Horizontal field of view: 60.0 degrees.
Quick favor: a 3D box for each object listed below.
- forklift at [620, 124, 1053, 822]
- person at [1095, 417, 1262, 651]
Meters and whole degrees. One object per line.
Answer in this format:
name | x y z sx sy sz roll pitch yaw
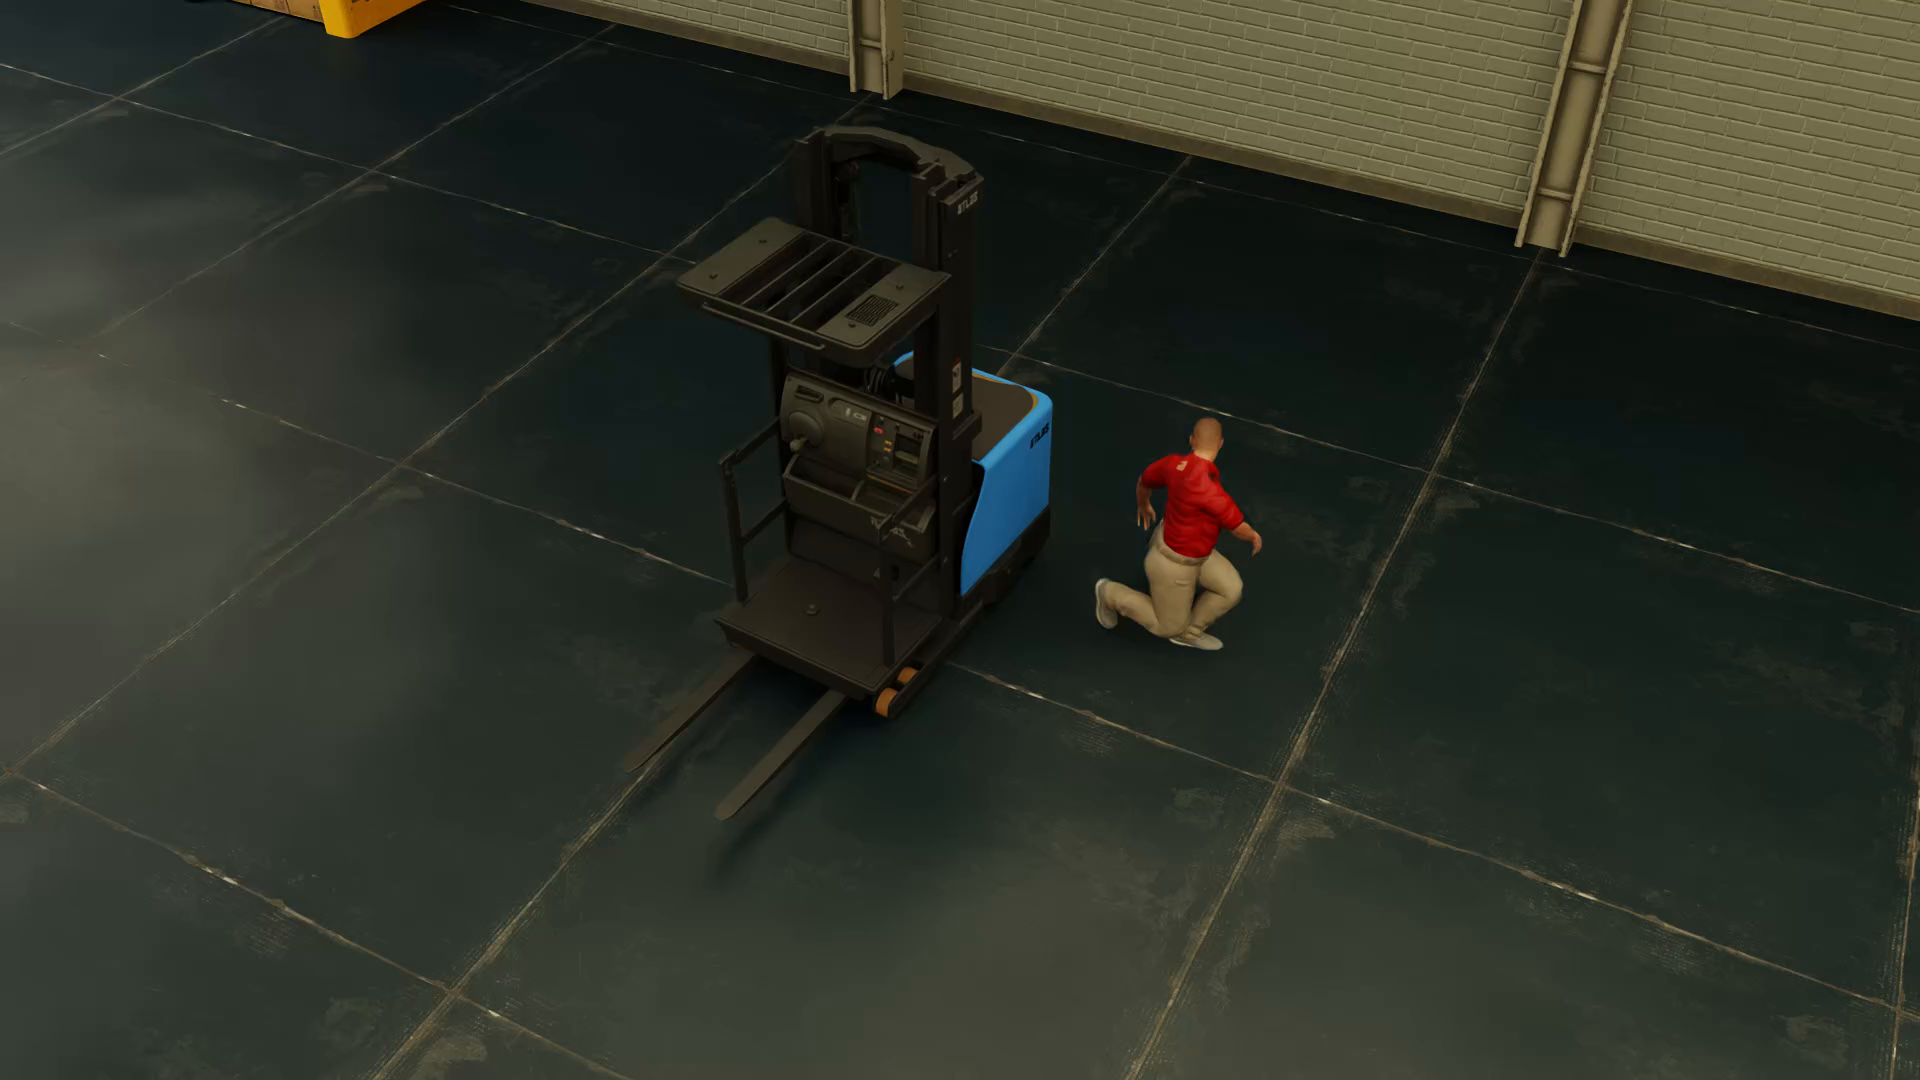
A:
forklift | -0.658 -0.493 8.572 1.130 2.935 3.031 22 45 24
person | 1.211 -0.016 9.161 0.896 1.509 0.636 7 41 8
